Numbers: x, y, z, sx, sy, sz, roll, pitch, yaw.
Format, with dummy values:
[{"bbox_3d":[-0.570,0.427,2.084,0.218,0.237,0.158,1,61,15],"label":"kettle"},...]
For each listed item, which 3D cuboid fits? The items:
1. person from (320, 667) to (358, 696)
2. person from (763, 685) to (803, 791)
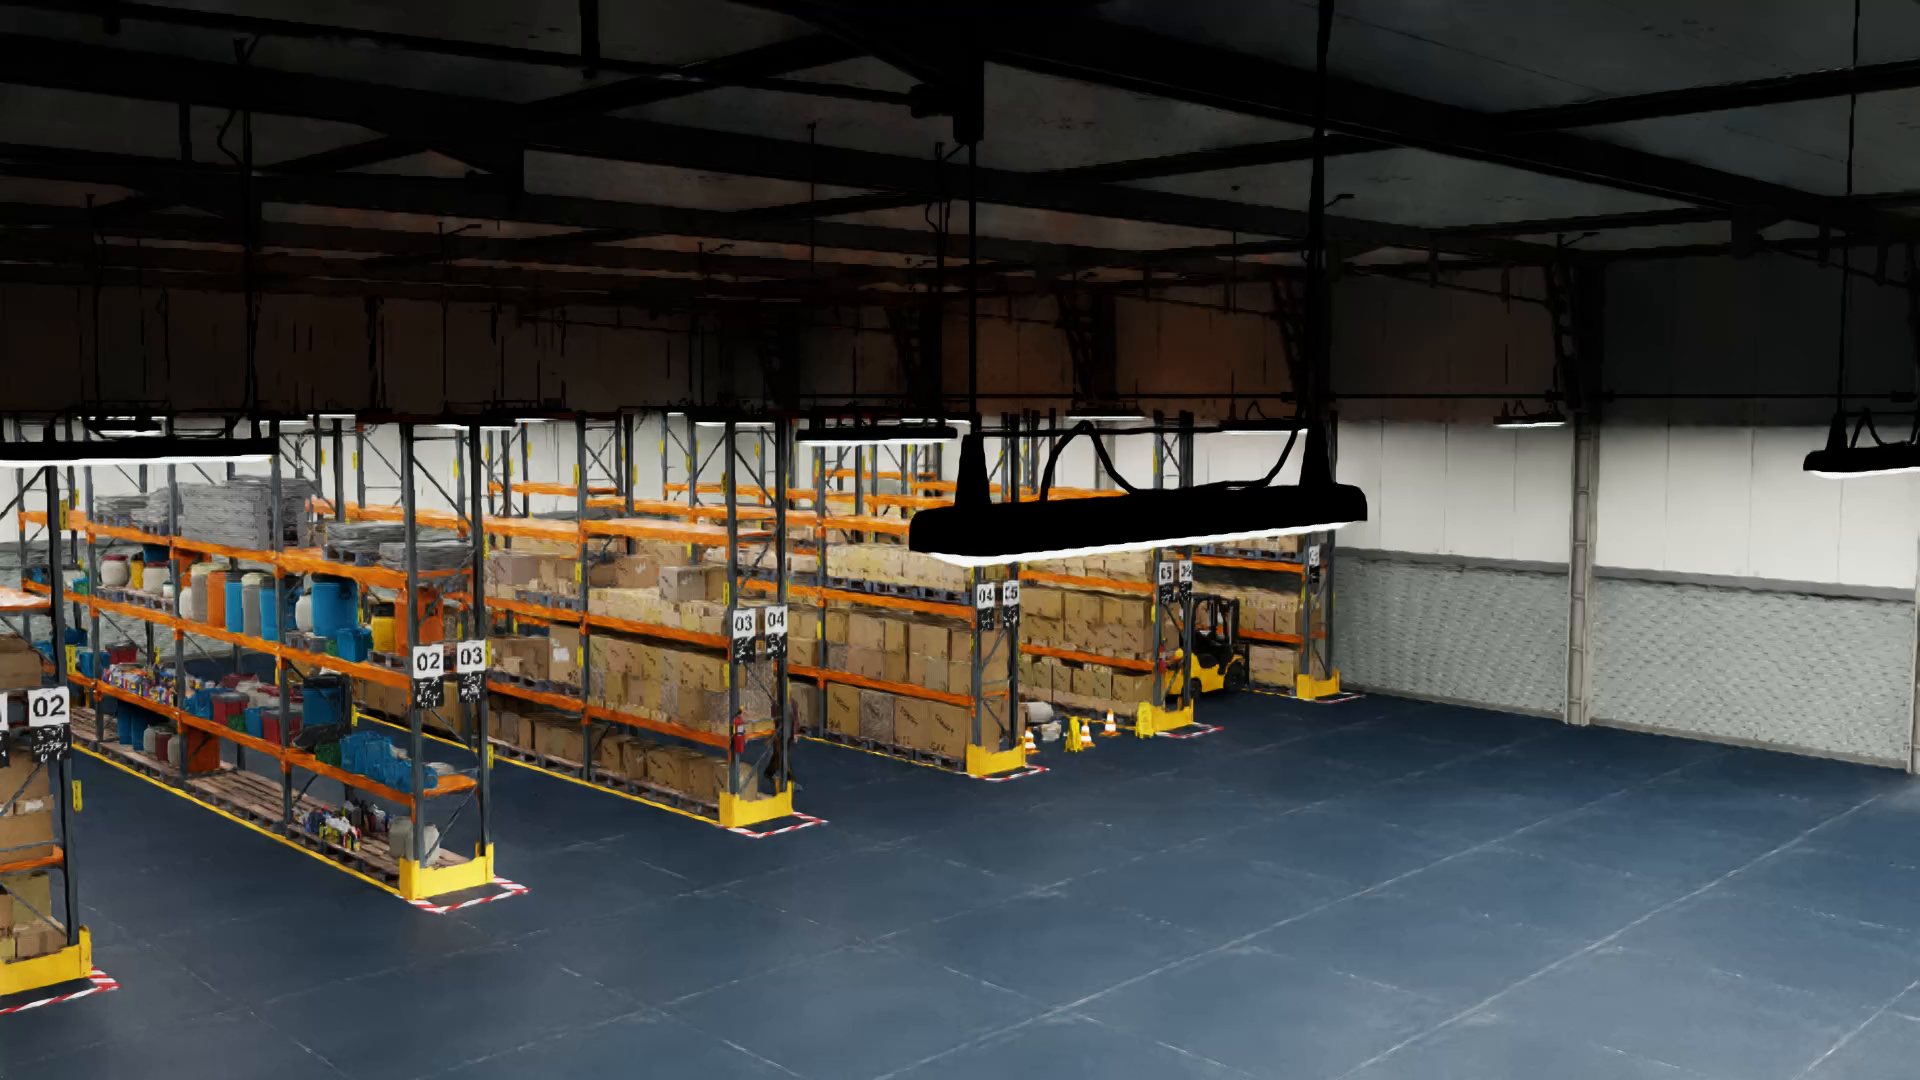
[{"bbox_3d":[-11.538,2.803,30.895,0.578,1.714,0.719,5,7,43],"label":"person"},{"bbox_3d":[-2.817,3.137,26.809,1.193,1.700,0.588,5,7,43],"label":"person"}]
